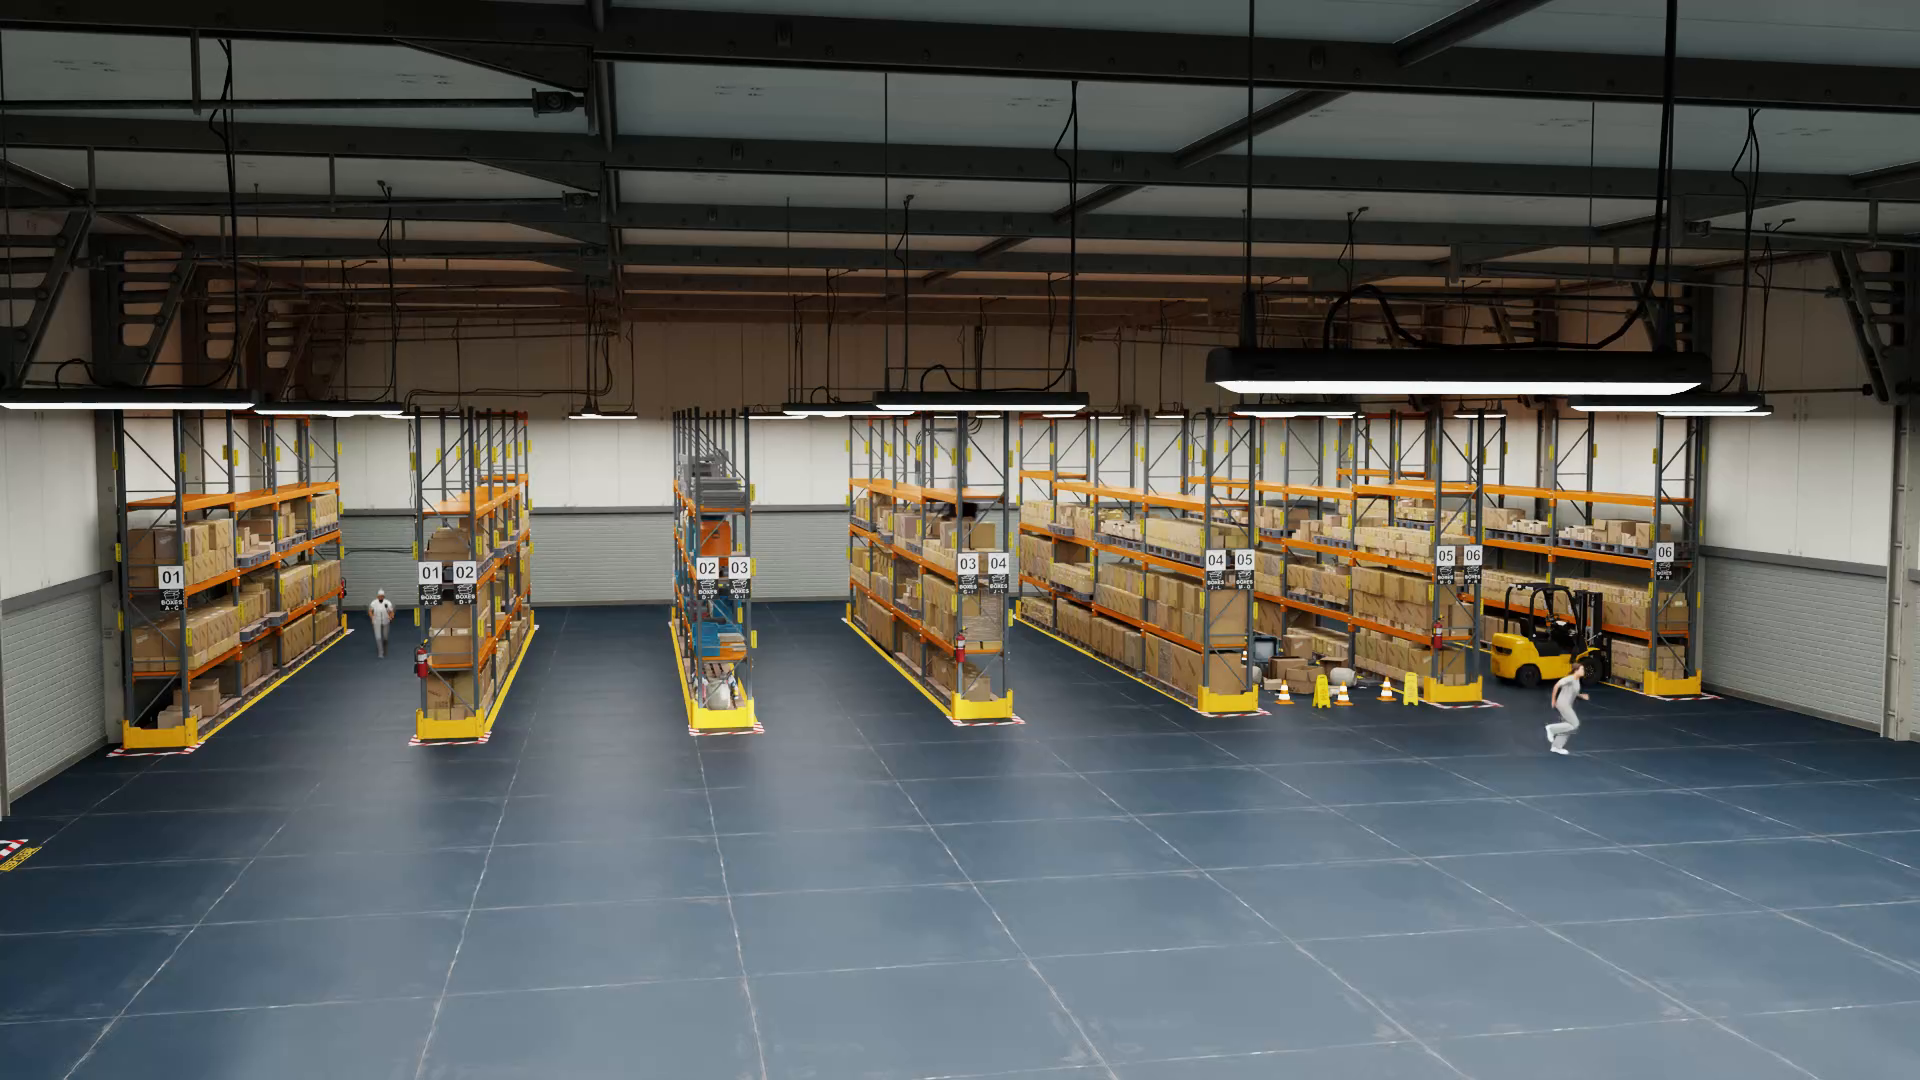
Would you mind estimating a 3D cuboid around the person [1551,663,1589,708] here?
[{"bbox_3d":[10.539,2.498,28.646,0.578,0.791,0.553,3,5,34],"label":"person"}]

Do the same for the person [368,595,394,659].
[{"bbox_3d":[-14.119,2.049,40.575,0.592,1.622,0.762,-2,4,-21],"label":"person"}]
